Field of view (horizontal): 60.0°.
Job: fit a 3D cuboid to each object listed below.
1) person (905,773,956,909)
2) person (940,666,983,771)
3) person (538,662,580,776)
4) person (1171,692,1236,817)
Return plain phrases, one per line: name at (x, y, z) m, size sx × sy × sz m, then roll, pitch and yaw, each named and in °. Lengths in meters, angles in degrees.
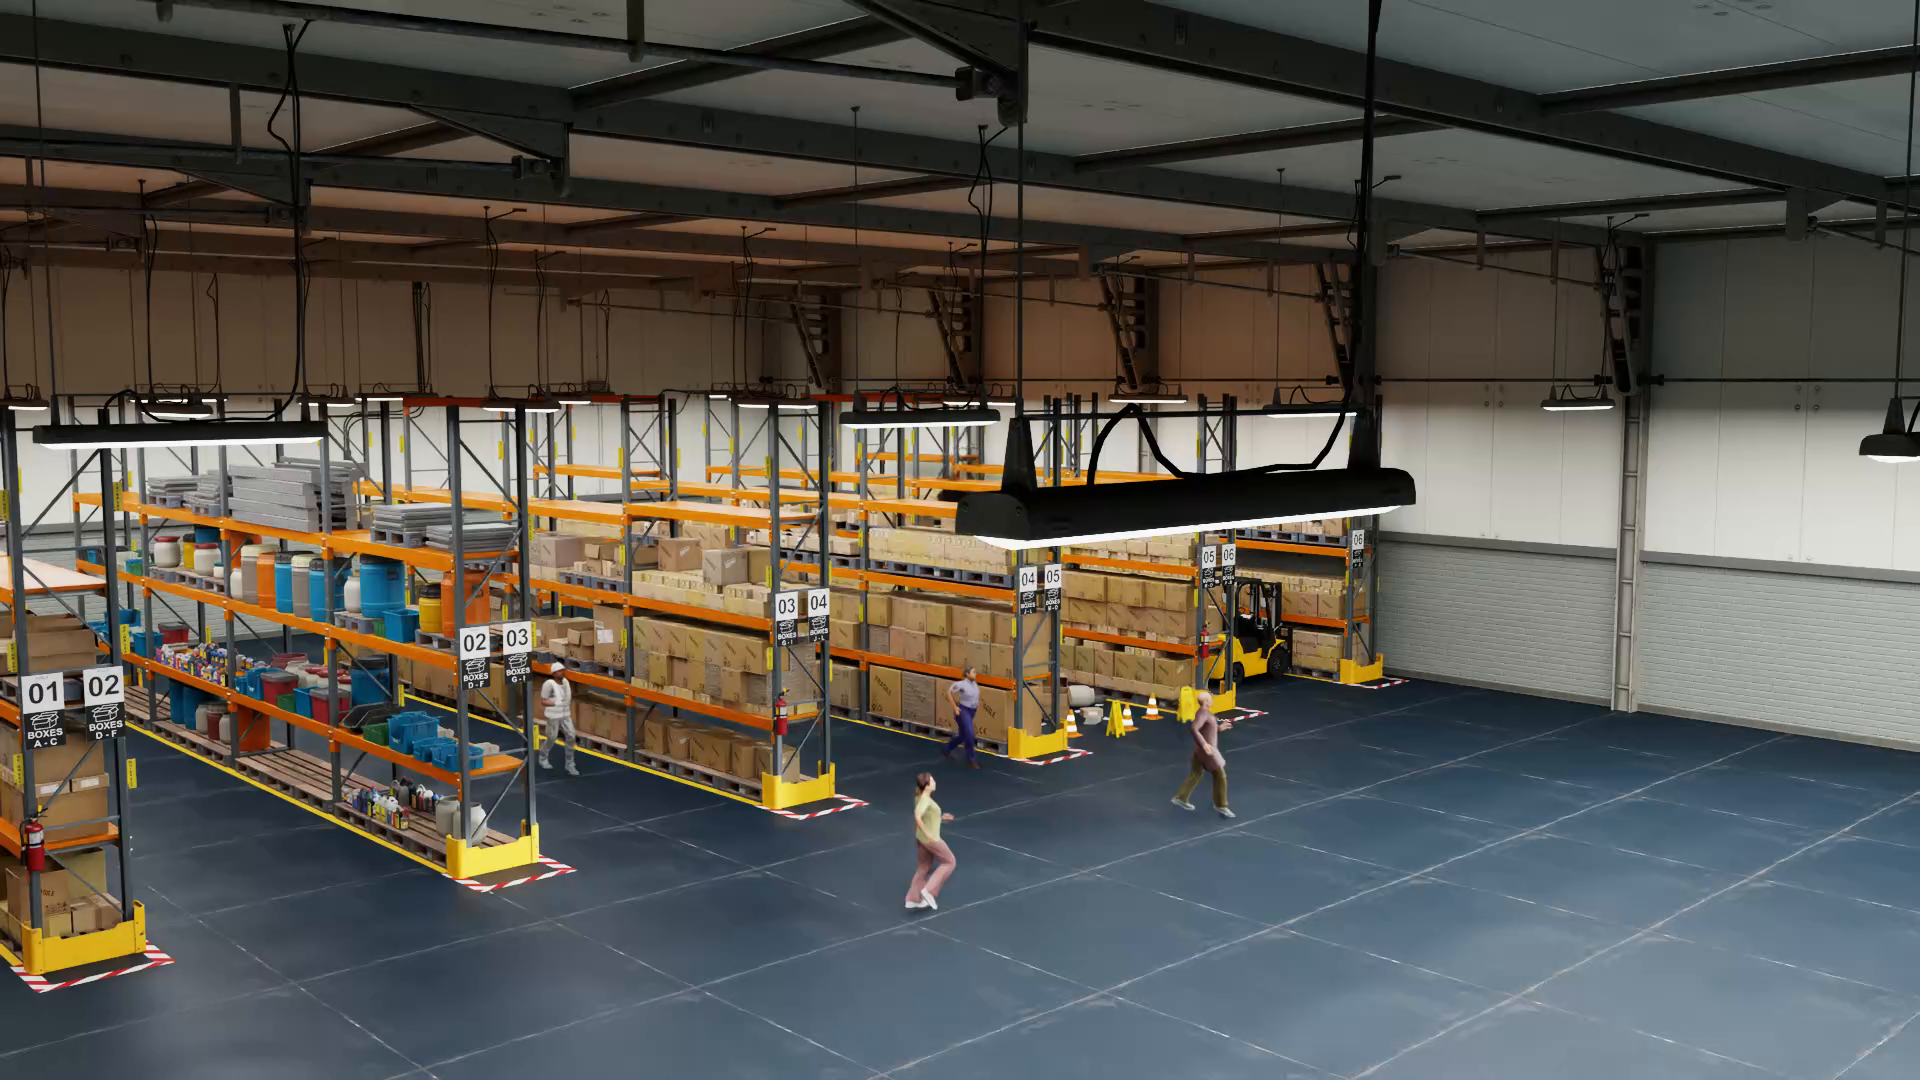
person at (-0.356, 3.579, 19.836) m, size 0.628 × 1.639 × 0.560 m, roll -2°, pitch 6°, yaw -22°
person at (0.085, 2.898, 27.306) m, size 0.882 × 1.646 × 0.629 m, roll 3°, pitch 6°, yaw 29°
person at (-6.477, 2.871, 26.686) m, size 0.814 × 1.840 × 0.661 m, roll 4°, pitch 7°, yaw 36°
person at (3.532, 3.107, 24.088) m, size 0.918 × 1.834 × 0.680 m, roll -1°, pitch 6°, yaw -8°
